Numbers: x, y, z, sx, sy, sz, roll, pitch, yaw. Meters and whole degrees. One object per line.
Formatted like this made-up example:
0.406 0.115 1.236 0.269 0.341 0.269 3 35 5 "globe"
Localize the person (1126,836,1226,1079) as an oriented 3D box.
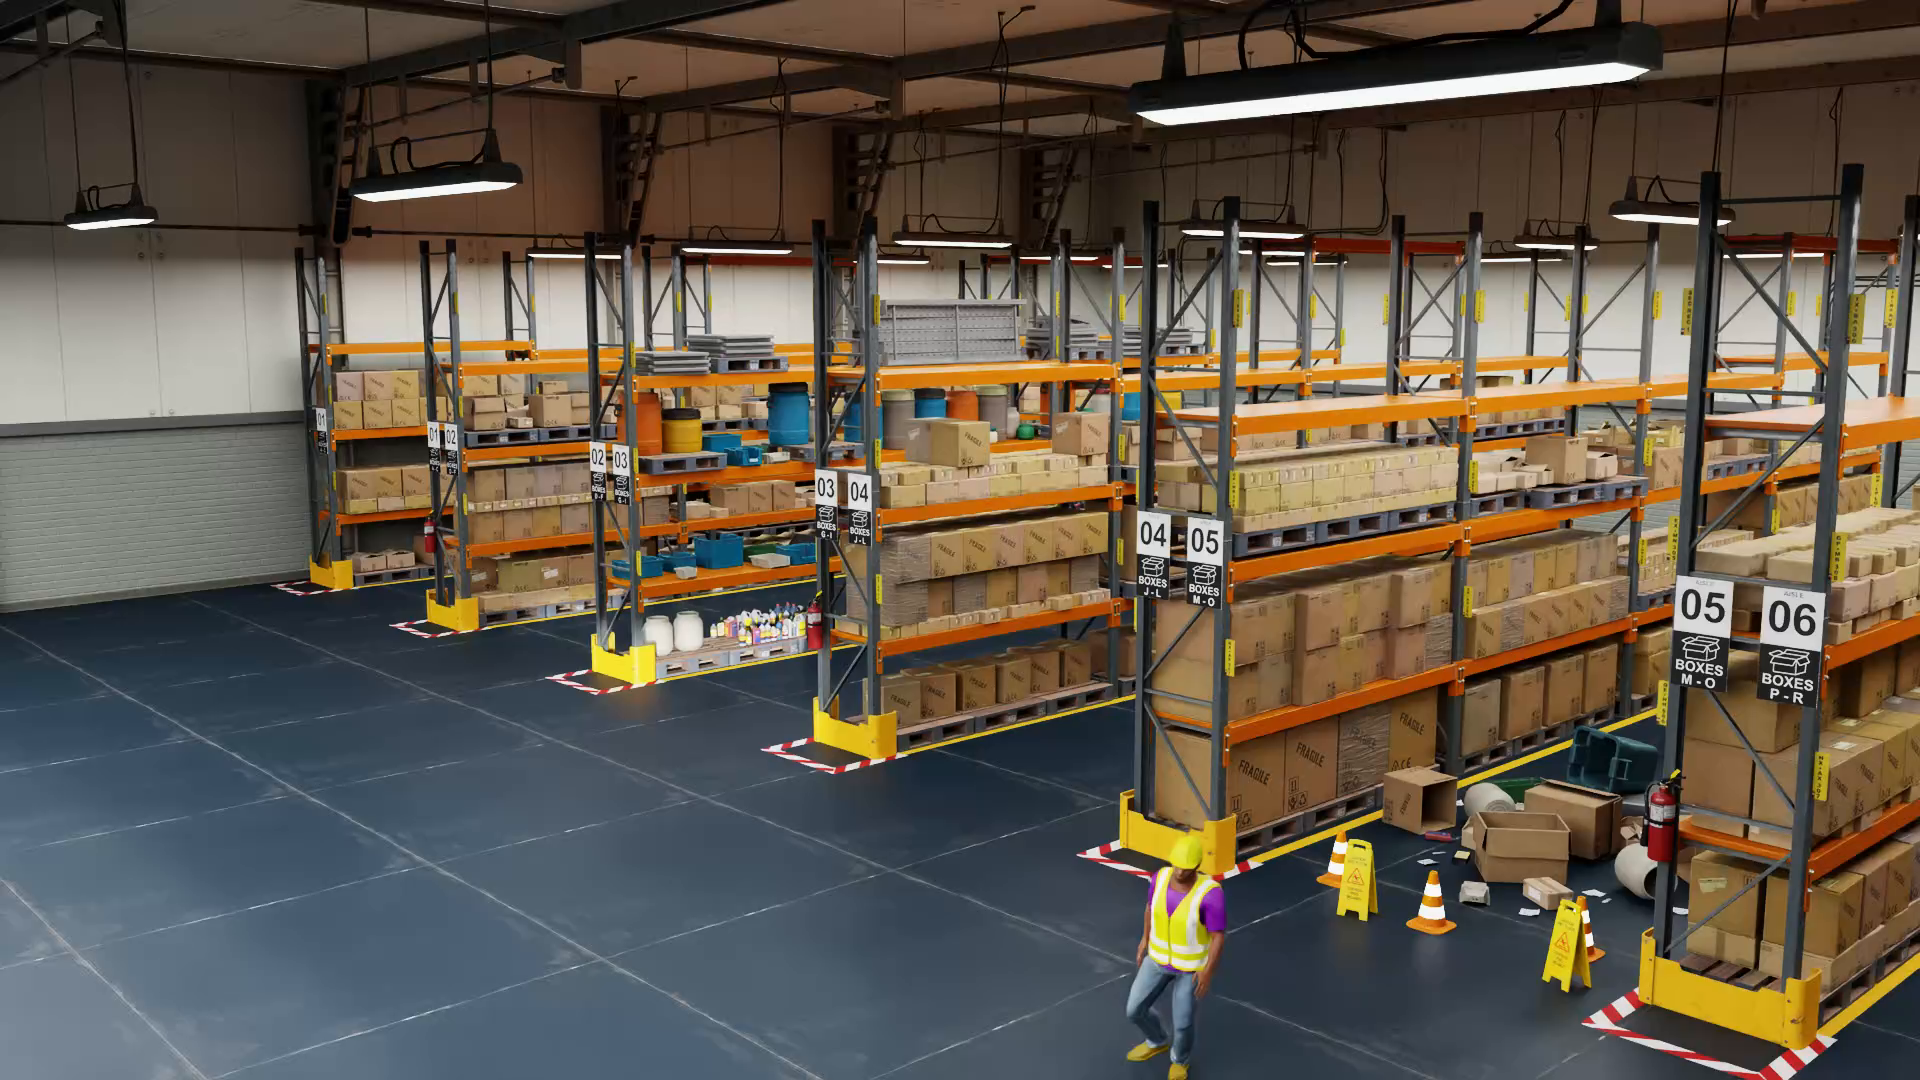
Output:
1.375 2.737 10.792 0.737 1.721 0.663 5 10 31 "person"
